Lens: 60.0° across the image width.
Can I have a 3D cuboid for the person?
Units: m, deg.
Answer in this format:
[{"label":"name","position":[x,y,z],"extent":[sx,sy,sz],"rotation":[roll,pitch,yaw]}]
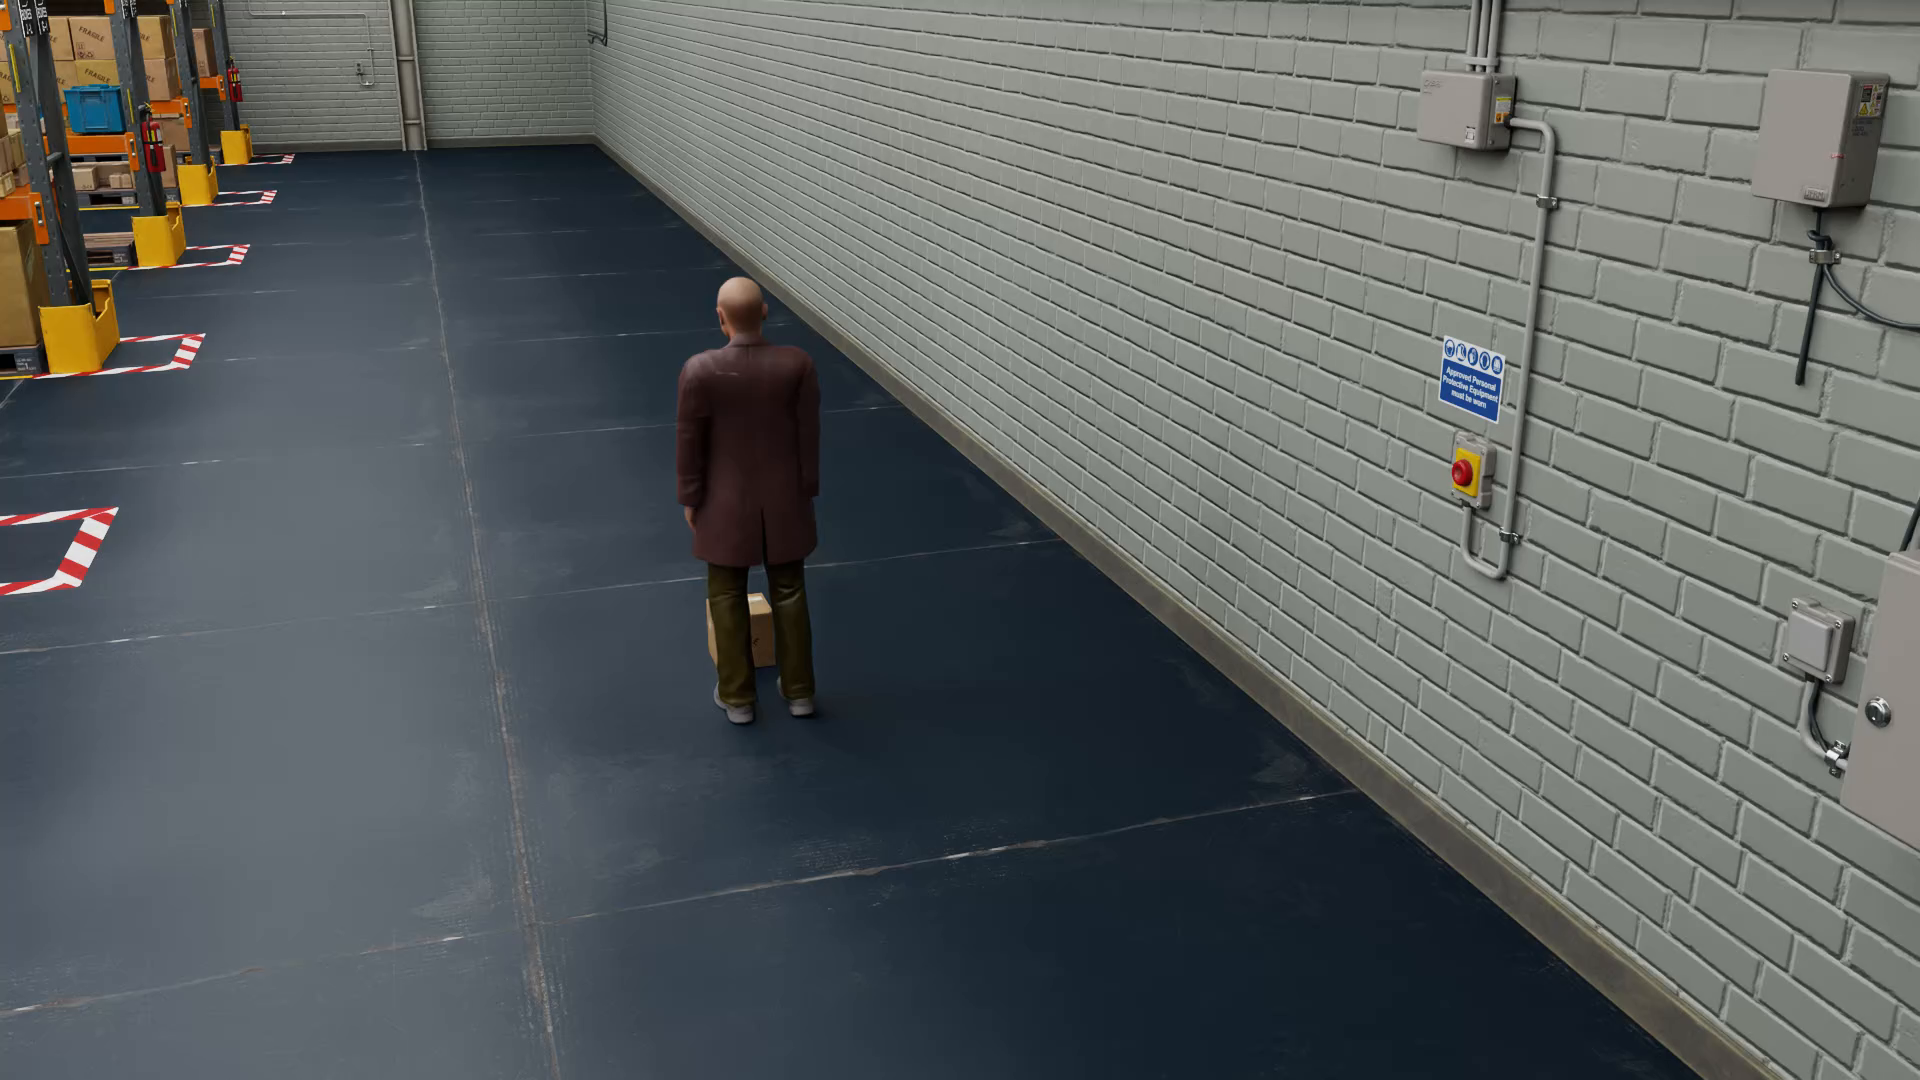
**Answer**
[{"label":"person","position":[-0.831,-0.151,6.553],"extent":[0.562,1.776,0.379],"rotation":[-6,20,-16]}]
